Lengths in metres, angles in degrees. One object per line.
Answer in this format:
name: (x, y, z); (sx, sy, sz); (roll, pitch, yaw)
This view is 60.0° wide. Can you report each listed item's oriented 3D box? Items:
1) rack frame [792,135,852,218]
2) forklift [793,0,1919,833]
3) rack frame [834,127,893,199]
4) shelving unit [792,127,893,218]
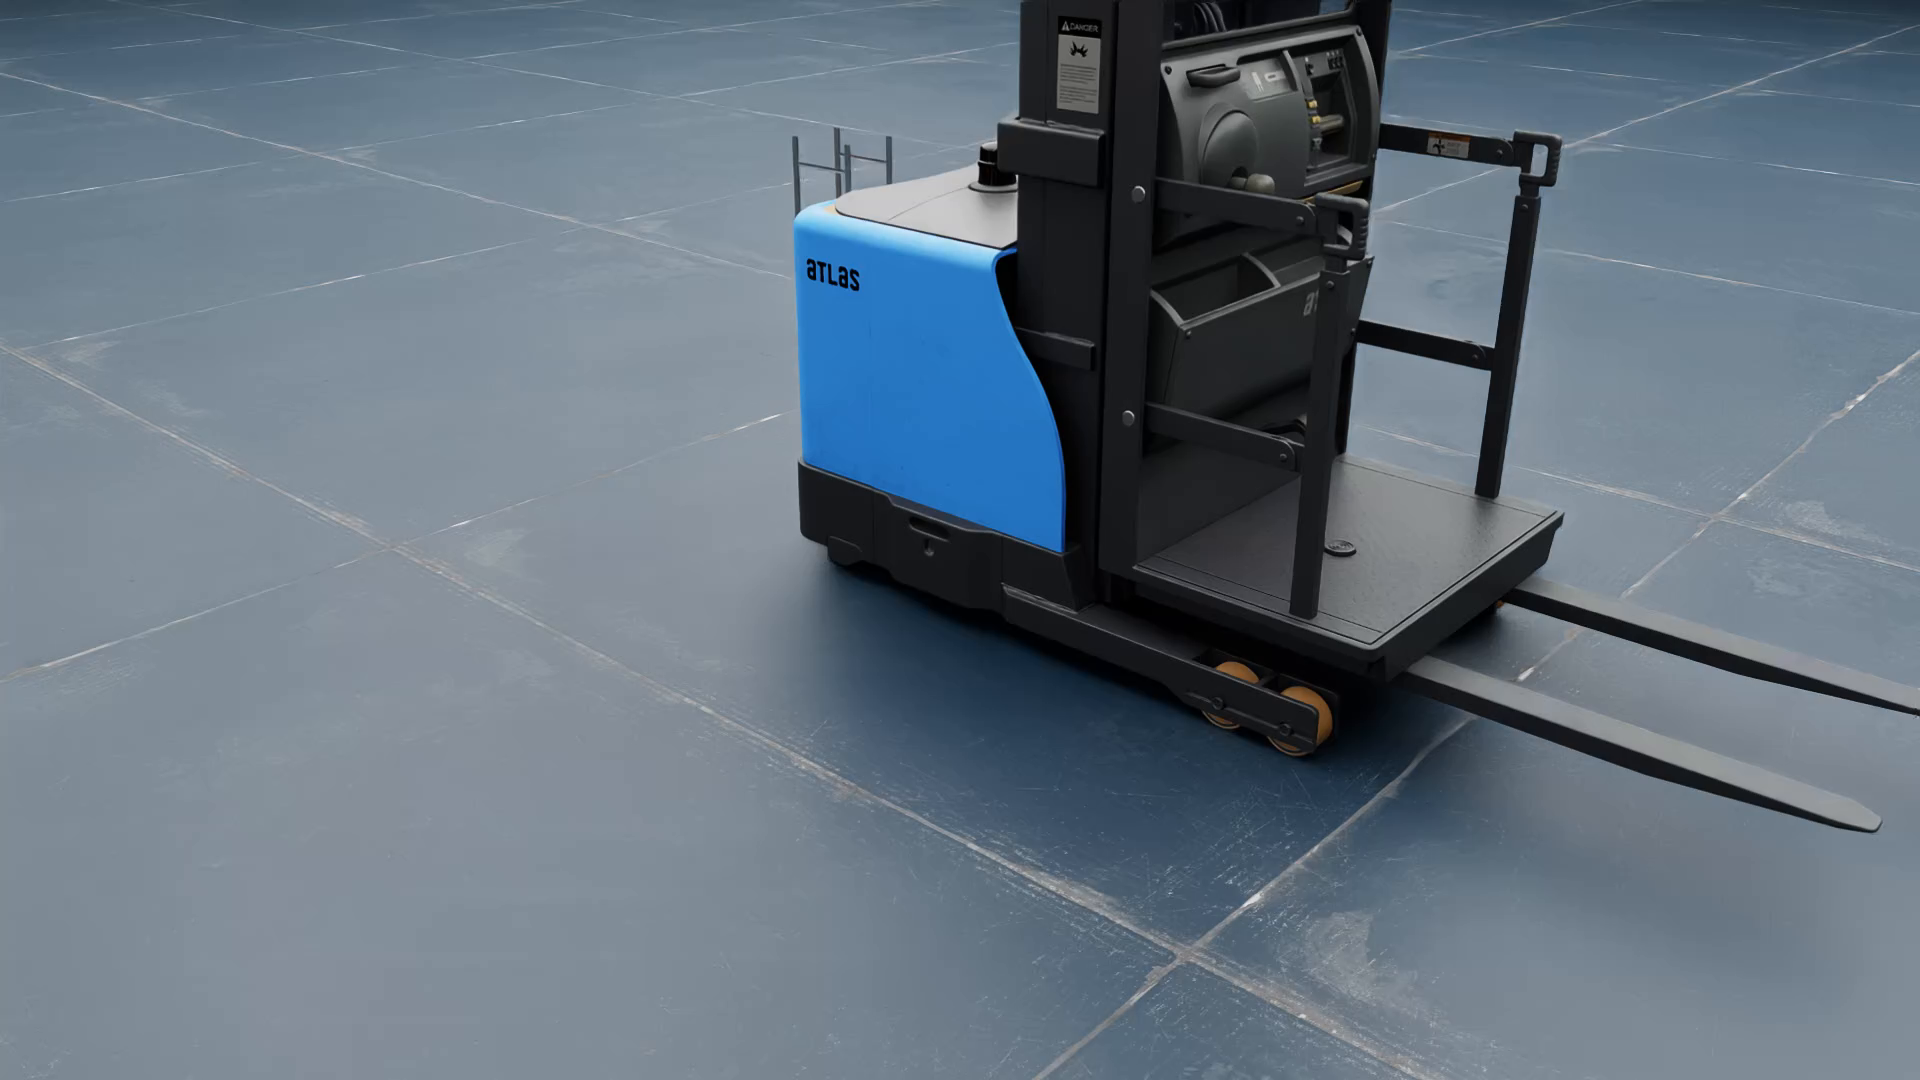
rack frame: (-0.418, -0.654, 5.243); (0.240, 1.200, 0.006); (19, 30, 36)
forklift: (0.946, -1.052, 4.014); (3.031, 2.935, 1.130); (20, 31, 37)
rack frame: (-0.301, -0.712, 5.370); (0.240, 1.200, 0.006); (19, 30, 36)
shelving unit: (-0.359, -0.683, 5.306); (0.258, 1.200, 0.189); (19, 30, 36)
